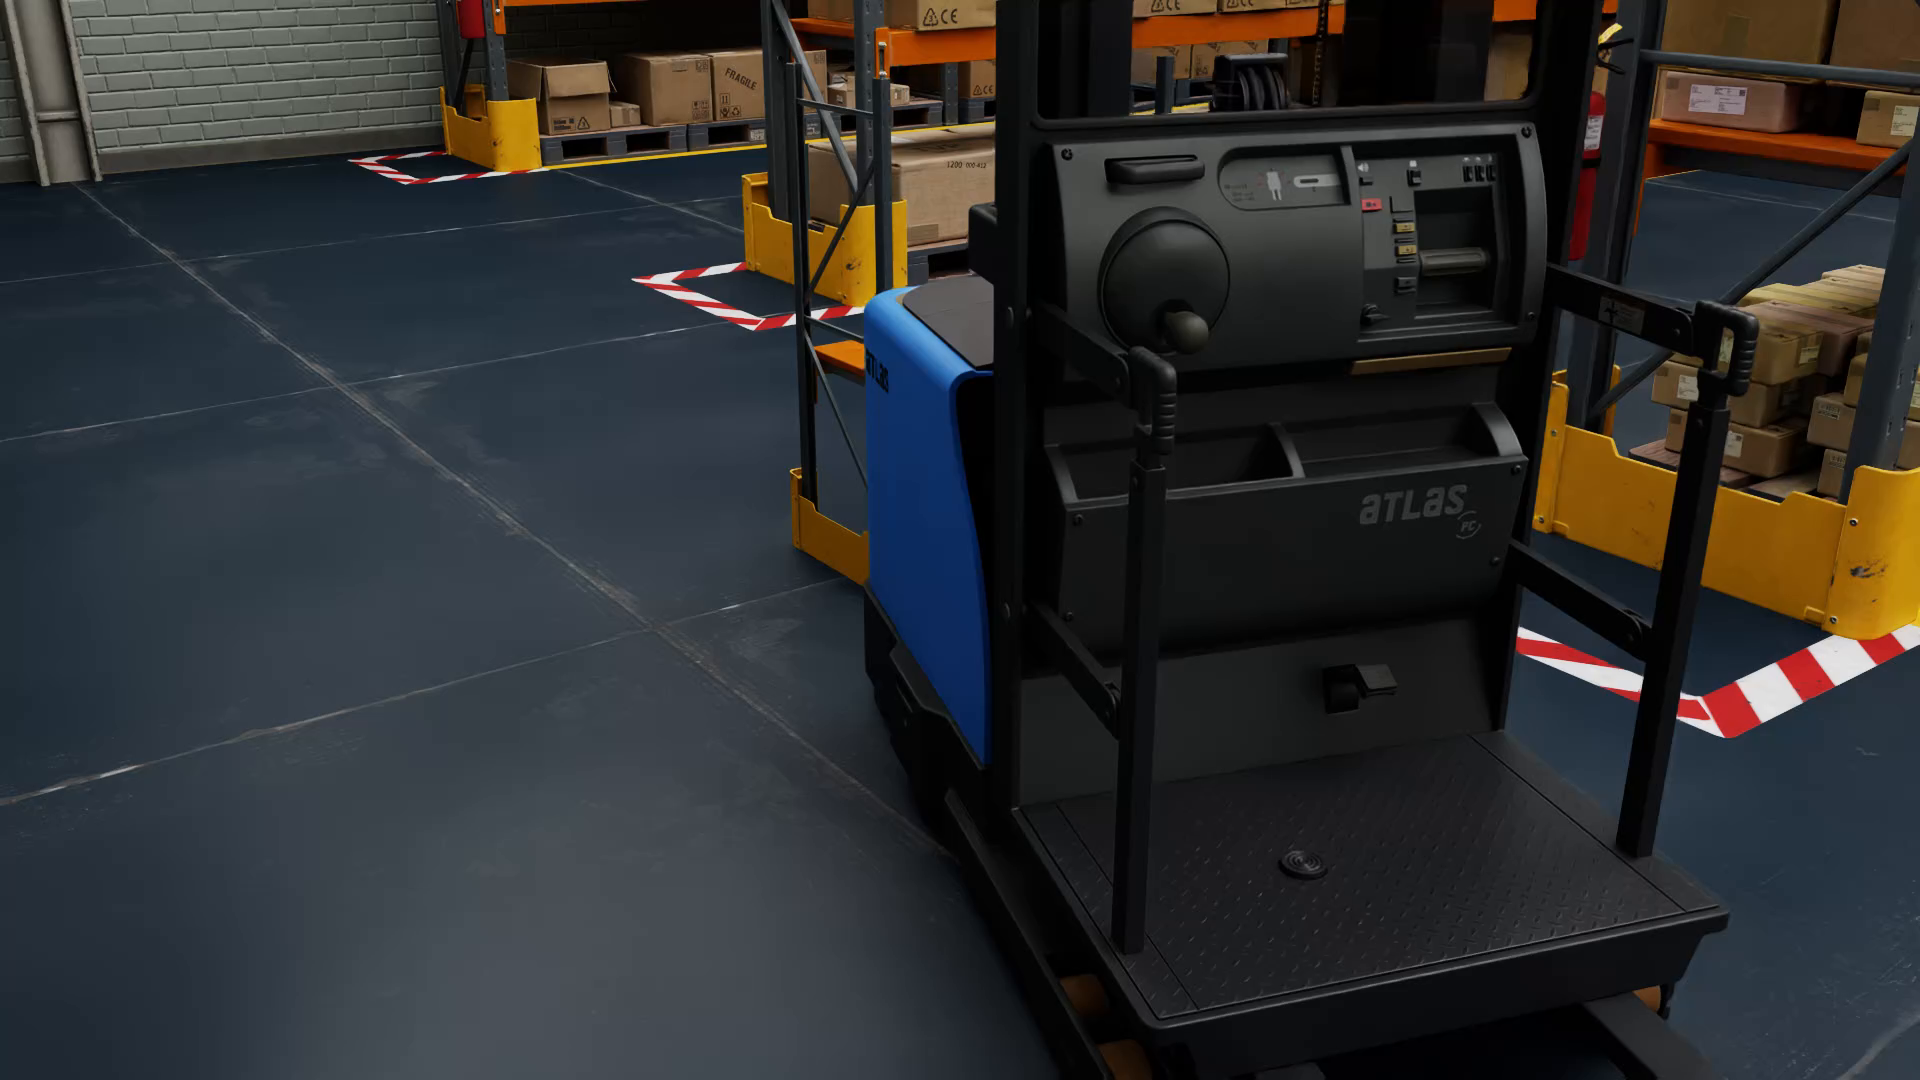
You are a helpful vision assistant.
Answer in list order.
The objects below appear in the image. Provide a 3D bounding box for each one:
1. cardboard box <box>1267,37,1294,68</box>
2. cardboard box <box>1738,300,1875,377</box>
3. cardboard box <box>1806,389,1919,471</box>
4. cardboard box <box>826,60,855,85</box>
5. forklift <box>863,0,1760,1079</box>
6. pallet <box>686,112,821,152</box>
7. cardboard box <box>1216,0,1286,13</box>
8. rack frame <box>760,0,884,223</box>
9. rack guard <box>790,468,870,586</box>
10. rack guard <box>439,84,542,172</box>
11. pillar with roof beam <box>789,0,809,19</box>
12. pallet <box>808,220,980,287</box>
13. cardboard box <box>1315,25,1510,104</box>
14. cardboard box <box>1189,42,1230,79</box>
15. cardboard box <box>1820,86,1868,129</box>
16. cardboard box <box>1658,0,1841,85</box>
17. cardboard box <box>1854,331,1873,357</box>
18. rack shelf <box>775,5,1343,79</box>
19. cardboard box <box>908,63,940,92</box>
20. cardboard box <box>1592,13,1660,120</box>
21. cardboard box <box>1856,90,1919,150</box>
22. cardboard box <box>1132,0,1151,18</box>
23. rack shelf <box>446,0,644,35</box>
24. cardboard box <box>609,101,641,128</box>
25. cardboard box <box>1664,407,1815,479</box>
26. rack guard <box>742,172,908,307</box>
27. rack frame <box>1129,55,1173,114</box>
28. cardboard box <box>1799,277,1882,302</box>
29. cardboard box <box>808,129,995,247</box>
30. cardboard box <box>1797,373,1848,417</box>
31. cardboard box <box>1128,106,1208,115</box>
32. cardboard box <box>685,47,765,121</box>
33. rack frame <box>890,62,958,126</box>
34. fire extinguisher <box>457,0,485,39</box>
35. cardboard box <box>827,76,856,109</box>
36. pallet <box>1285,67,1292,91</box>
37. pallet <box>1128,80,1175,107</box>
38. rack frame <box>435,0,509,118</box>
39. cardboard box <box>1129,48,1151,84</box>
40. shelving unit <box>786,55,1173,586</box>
[{"bbox_3d":[3.404,-5.210,17.044,0.625,0.625,0.875,-14,26,-31],"label":"cardboard box"},{"bbox_3d":[2.790,-0.671,5.508,0.250,0.149,0.380,-14,26,-32],"label":"cardboard box"},{"bbox_3d":[2.846,-0.341,5.083,0.250,0.149,0.380,-14,26,-31],"label":"cardboard box"},{"bbox_3d":[-1.031,-3.996,14.424,0.500,0.311,0.500,-14,26,-31],"label":"cardboard box"},{"bbox_3d":[0.670,-0.505,2.707,1.130,2.935,3.031,-6,23,-16],"label":"forklift"},{"bbox_3d":[-1.906,-3.412,13.663,1.213,0.211,1.003,-15,26,-33],"label":"pallet"},{"bbox_3d":[1.504,-3.272,9.414,0.500,0.500,0.500,-15,26,-34],"label":"cardboard box"},{"bbox_3d":[-0.702,-2.763,8.274,0.127,3.000,1.000,-15,26,-33],"label":"rack frame"},{"bbox_3d":[-0.342,-0.025,5.121,0.087,0.250,0.587,-15,26,-33],"label":"rack guard"},{"bbox_3d":[-3.542,-3.111,12.518,0.348,0.500,1.175,-15,26,-33],"label":"rack guard"},{"bbox_3d":[1.066,-6.733,10.128,0.400,9.000,9.100,-15,26,-33],"label":"pillar with roof beam"},{"bbox_3d":[-0.099,-1.665,9.283,1.213,0.211,1.003,-15,26,-33],"label":"pallet"},{"bbox_3d":[3.002,-2.995,11.156,0.875,0.875,0.875,-14,26,-31],"label":"cardboard box"},{"bbox_3d":[2.260,-4.760,16.084,0.500,0.500,0.500,-15,26,-34],"label":"cardboard box"},{"bbox_3d":[2.594,-1.377,5.140,0.250,0.149,0.380,-15,26,-33],"label":"cardboard box"},{"bbox_3d":[2.486,-1.655,4.961,0.500,0.500,0.500,-14,26,-32],"label":"cardboard box"},{"bbox_3d":[3.048,-0.550,5.205,0.250,0.149,0.380,-14,26,-32],"label":"cardboard box"},{"bbox_3d":[0.922,-2.862,9.492,4.000,0.370,1.077,-15,26,-33],"label":"rack shelf"},{"bbox_3d":[-0.131,-4.351,15.058,0.500,0.500,0.500,-15,26,-33],"label":"cardboard box"},{"bbox_3d":[4.456,-3.387,12.136,0.875,0.875,0.875,-15,26,-32],"label":"cardboard box"},{"bbox_3d":[2.725,-1.151,4.572,0.250,0.149,0.380,-15,26,-33],"label":"cardboard box"},{"bbox_3d":[0.673,-3.050,8.857,0.500,0.500,0.500,-15,26,-33],"label":"cardboard box"},{"bbox_3d":[-1.980,-4.354,13.232,4.000,0.370,1.077,-15,26,-33],"label":"rack shelf"},{"bbox_3d":[-2.684,-3.311,12.926,0.250,0.149,0.380,-16,27,-35],"label":"cardboard box"},{"bbox_3d":[2.577,-0.343,5.490,0.250,0.149,0.380,-14,26,-32],"label":"cardboard box"},{"bbox_3d":[-0.721,-1.597,8.724,0.348,0.500,1.175,-15,26,-33],"label":"rack guard"},{"bbox_3d":[0.482,-0.825,5.440,0.032,1.500,0.500,-15,26,-33],"label":"rack frame"},{"bbox_3d":[3.174,-0.802,5.837,0.250,0.149,0.380,-16,27,-35],"label":"cardboard box"},{"bbox_3d":[-0.225,-1.941,9.104,0.875,0.438,0.875,-16,27,-35],"label":"cardboard box"},{"bbox_3d":[2.776,-0.545,5.595,0.250,0.149,0.380,-16,27,-34],"label":"cardboard box"},{"bbox_3d":[1.246,-2.336,10.095,0.875,0.438,0.875,-16,27,-34],"label":"cardboard box"},{"bbox_3d":[-1.848,-3.651,13.305,0.500,0.500,0.500,-14,26,-32],"label":"cardboard box"},{"bbox_3d":[-0.357,-5.121,14.184,0.127,3.000,1.000,-15,26,-33],"label":"rack frame"},{"bbox_3d":[-3.453,-3.876,11.669,0.183,0.674,0.296,-15,26,-33],"label":"fire extinguisher"},{"bbox_3d":[-0.927,-3.760,13.895,0.258,0.266,0.396,-14,26,-31],"label":"cardboard box"},{"bbox_3d":[3.581,-4.859,17.287,1.213,0.211,1.003,-15,26,-33],"label":"pallet"},{"bbox_3d":[1.272,-4.279,15.836,1.213,0.211,1.003,-15,26,-33],"label":"pallet"},{"bbox_3d":[-3.604,-4.256,12.014,0.127,3.000,1.000,-15,26,-33],"label":"rack frame"},{"bbox_3d":[1.426,-4.528,15.502,0.500,0.500,0.500,-16,27,-35],"label":"cardboard box"},{"bbox_3d":[0.062,-0.713,5.160,1.083,1.500,0.587,-15,26,-33],"label":"shelving unit"}]
